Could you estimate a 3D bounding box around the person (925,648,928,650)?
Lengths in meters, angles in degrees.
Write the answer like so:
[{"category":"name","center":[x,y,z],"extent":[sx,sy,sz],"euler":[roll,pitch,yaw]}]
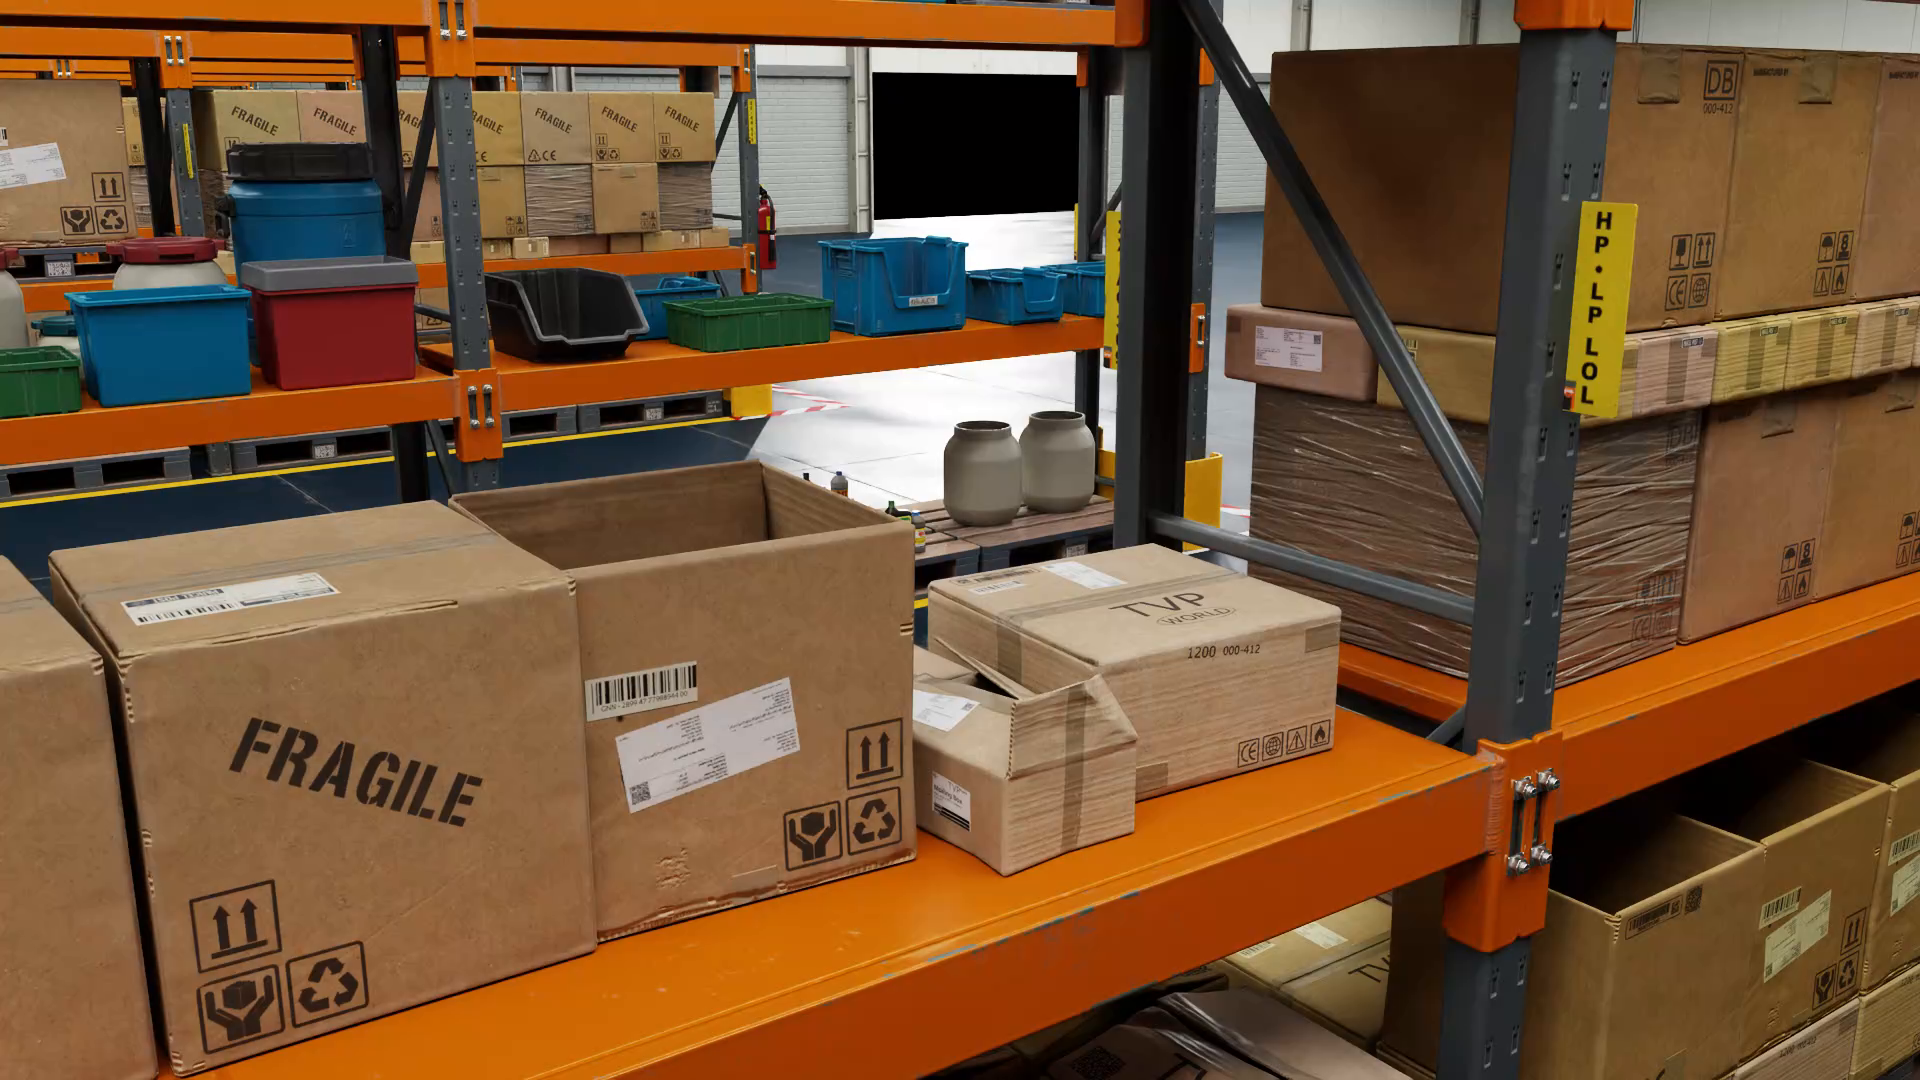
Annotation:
[{"category":"person","center":[0.165,0.622,5.495],"extent":[0.440,0.759,0.846],"euler":[-11,18,-36]}]
